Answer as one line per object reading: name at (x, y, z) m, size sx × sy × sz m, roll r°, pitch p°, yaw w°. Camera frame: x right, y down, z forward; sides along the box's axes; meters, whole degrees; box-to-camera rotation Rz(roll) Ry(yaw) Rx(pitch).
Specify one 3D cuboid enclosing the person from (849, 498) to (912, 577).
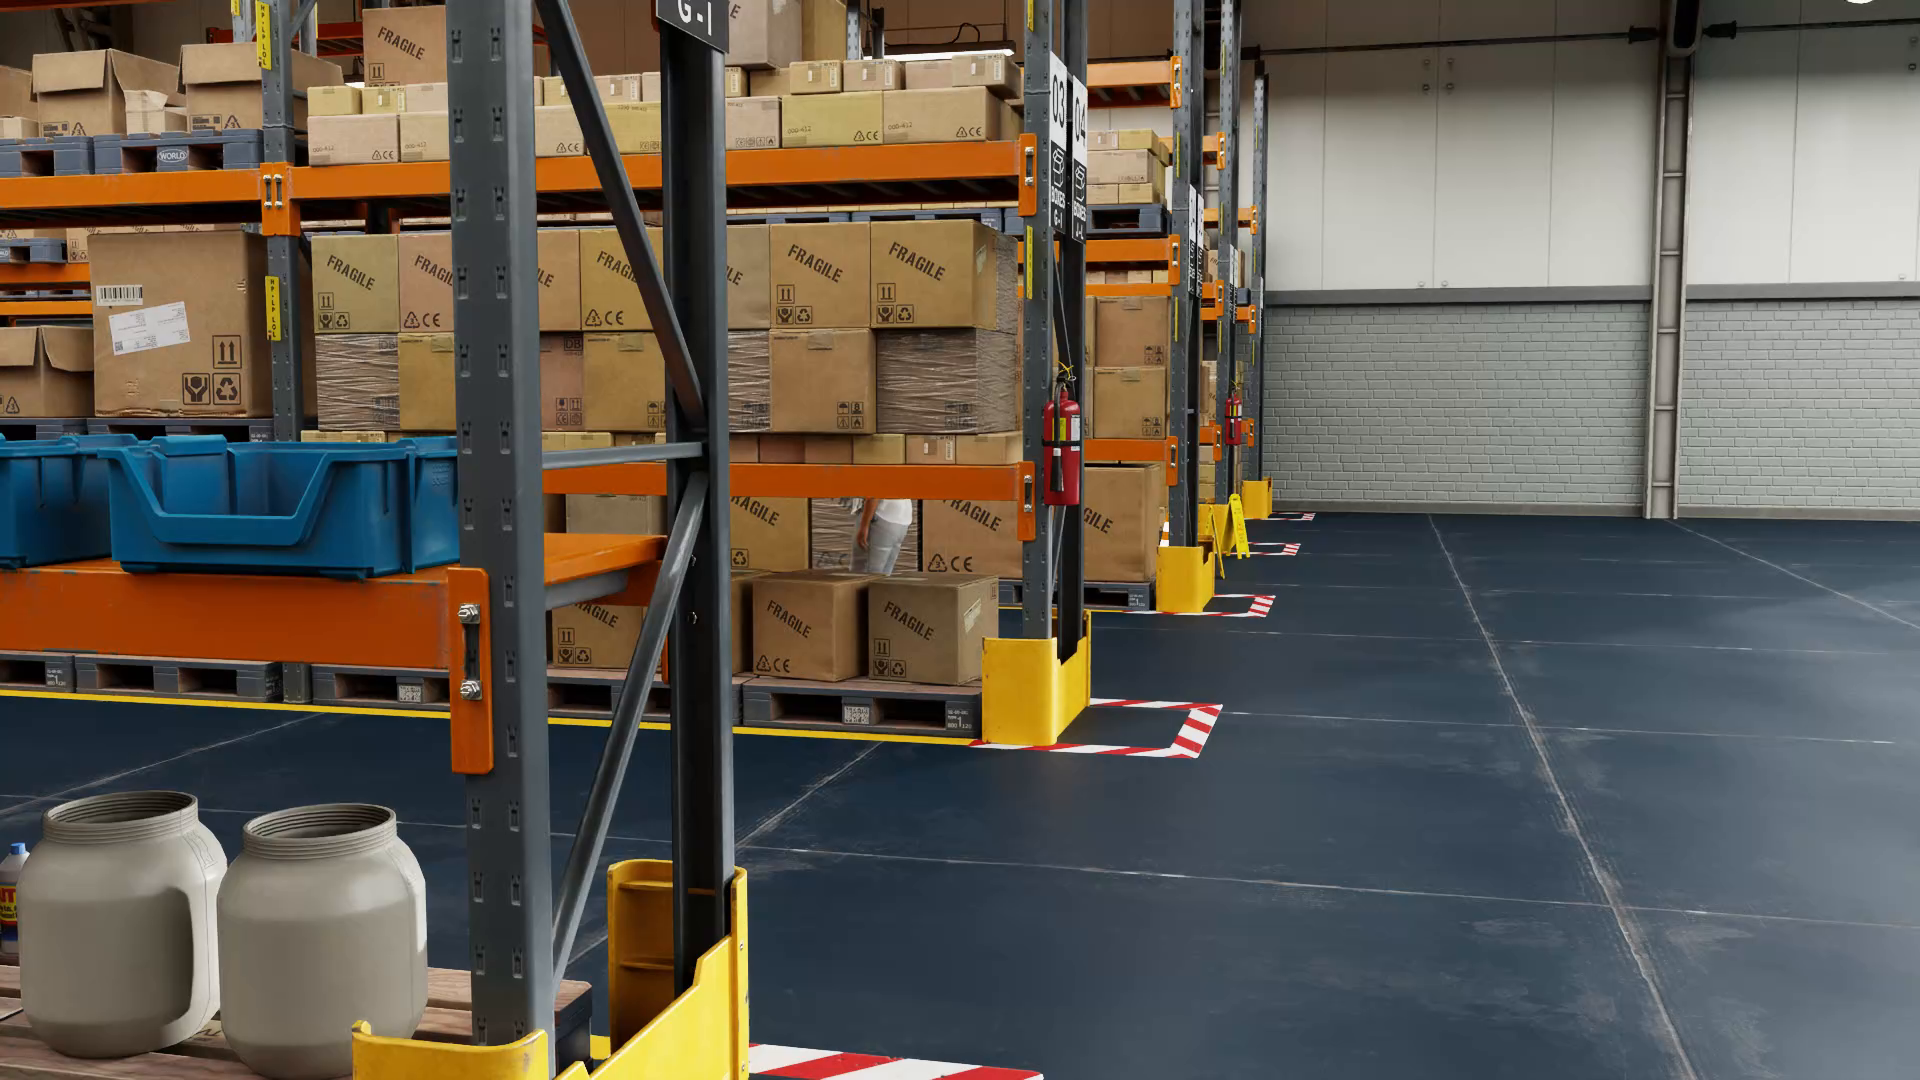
person at (-0.546, -0.100, 10.402) m, size 0.467 × 1.665 × 0.557 m, roll 1°, pitch 5°, yaw 10°
